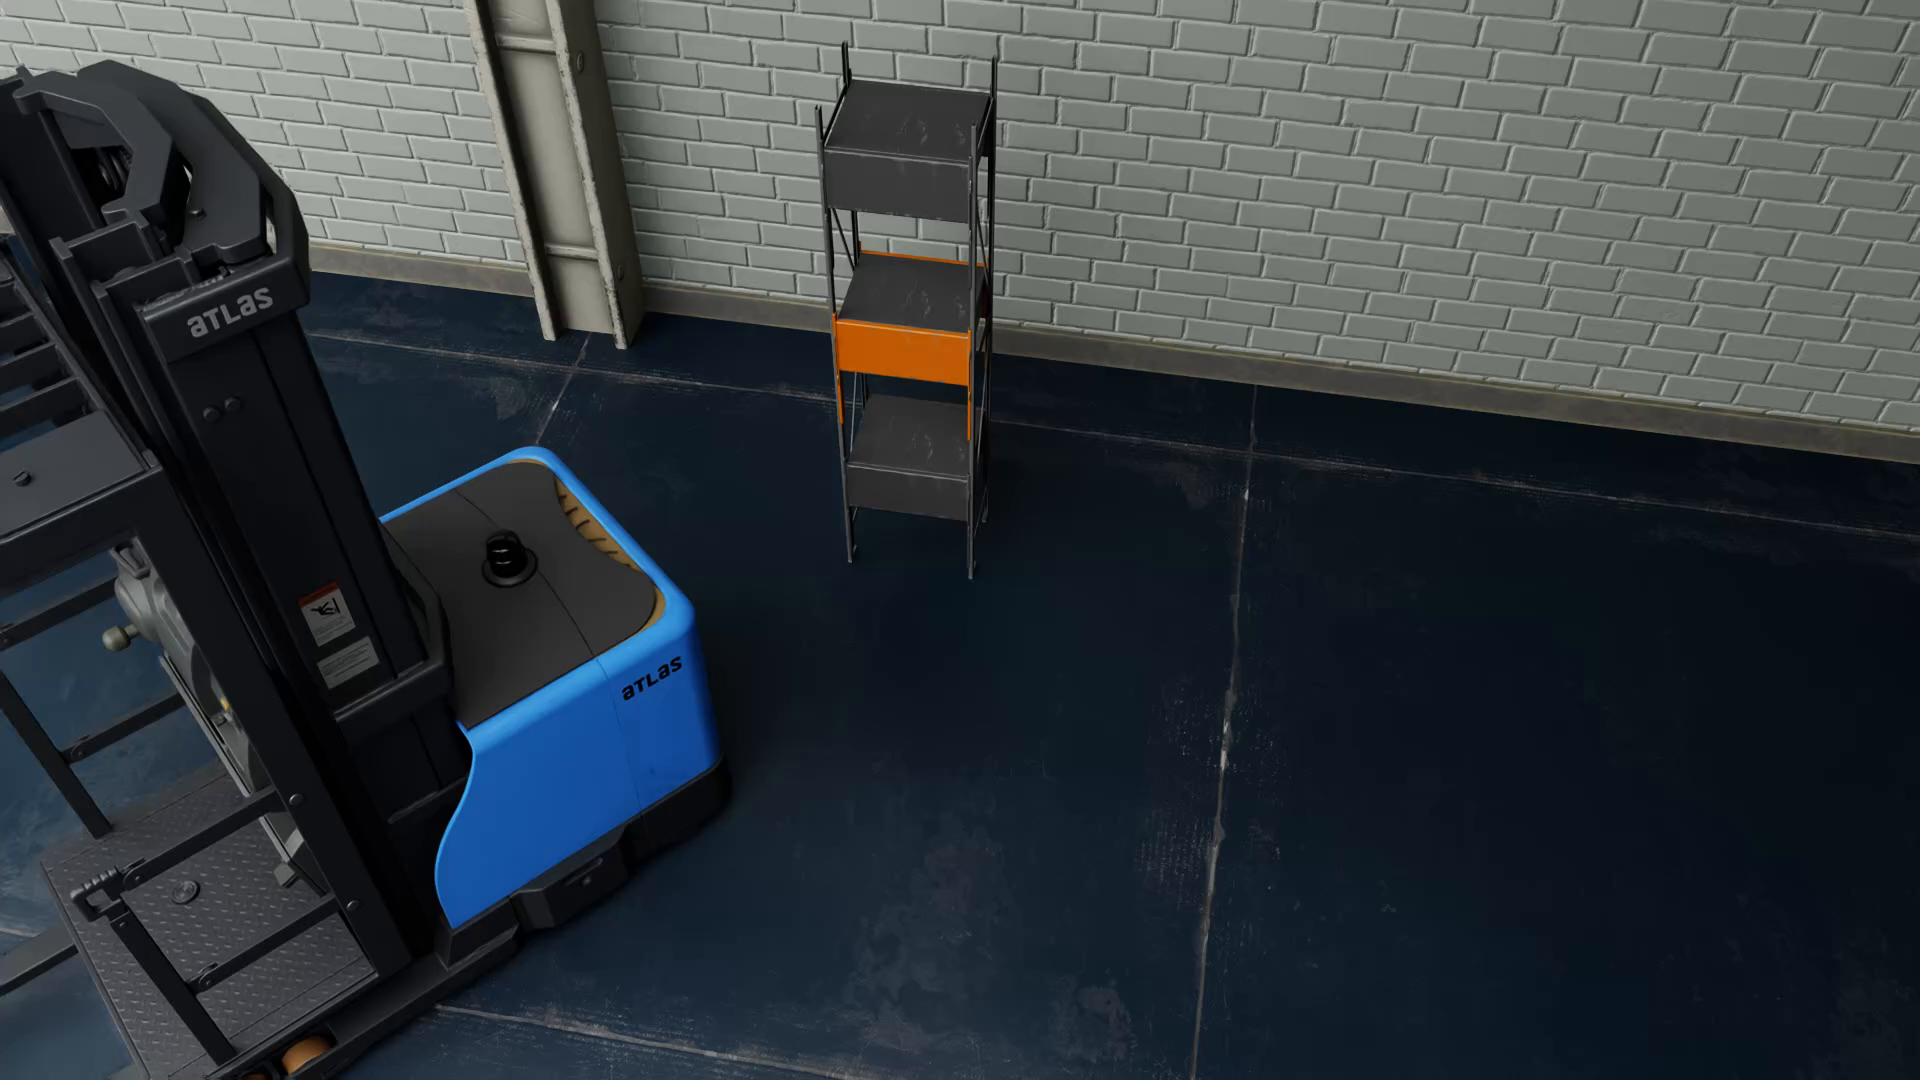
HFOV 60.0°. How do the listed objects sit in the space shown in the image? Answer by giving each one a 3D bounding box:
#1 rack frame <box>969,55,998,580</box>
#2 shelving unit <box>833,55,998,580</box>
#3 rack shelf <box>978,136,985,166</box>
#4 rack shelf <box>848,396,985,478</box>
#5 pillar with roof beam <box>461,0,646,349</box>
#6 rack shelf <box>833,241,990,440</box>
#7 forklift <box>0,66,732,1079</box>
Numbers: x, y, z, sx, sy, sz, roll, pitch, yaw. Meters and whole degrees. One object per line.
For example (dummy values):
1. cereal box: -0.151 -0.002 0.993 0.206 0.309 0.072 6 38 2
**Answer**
1. rack frame: 0.077 -0.691 5.932 0.015 2.100 0.400 8 49 7
2. shelving unit: -0.157 -0.723 5.960 0.492 2.100 0.431 8 49 7
3. rack shelf: -0.163 -1.249 5.376 0.442 0.100 0.332 8 49 7
4. rack shelf: -0.163 -0.338 6.390 0.457 0.174 0.368 8 49 7
5. pillar with roof beam: -2.431 -0.854 1.439 0.400 9.000 9.100 8 49 7
6. rack shelf: -0.163 -0.715 5.971 0.480 0.518 0.431 8 49 7
7. forklift: -2.262 0.367 4.422 3.031 2.935 1.130 -31 55 -25
